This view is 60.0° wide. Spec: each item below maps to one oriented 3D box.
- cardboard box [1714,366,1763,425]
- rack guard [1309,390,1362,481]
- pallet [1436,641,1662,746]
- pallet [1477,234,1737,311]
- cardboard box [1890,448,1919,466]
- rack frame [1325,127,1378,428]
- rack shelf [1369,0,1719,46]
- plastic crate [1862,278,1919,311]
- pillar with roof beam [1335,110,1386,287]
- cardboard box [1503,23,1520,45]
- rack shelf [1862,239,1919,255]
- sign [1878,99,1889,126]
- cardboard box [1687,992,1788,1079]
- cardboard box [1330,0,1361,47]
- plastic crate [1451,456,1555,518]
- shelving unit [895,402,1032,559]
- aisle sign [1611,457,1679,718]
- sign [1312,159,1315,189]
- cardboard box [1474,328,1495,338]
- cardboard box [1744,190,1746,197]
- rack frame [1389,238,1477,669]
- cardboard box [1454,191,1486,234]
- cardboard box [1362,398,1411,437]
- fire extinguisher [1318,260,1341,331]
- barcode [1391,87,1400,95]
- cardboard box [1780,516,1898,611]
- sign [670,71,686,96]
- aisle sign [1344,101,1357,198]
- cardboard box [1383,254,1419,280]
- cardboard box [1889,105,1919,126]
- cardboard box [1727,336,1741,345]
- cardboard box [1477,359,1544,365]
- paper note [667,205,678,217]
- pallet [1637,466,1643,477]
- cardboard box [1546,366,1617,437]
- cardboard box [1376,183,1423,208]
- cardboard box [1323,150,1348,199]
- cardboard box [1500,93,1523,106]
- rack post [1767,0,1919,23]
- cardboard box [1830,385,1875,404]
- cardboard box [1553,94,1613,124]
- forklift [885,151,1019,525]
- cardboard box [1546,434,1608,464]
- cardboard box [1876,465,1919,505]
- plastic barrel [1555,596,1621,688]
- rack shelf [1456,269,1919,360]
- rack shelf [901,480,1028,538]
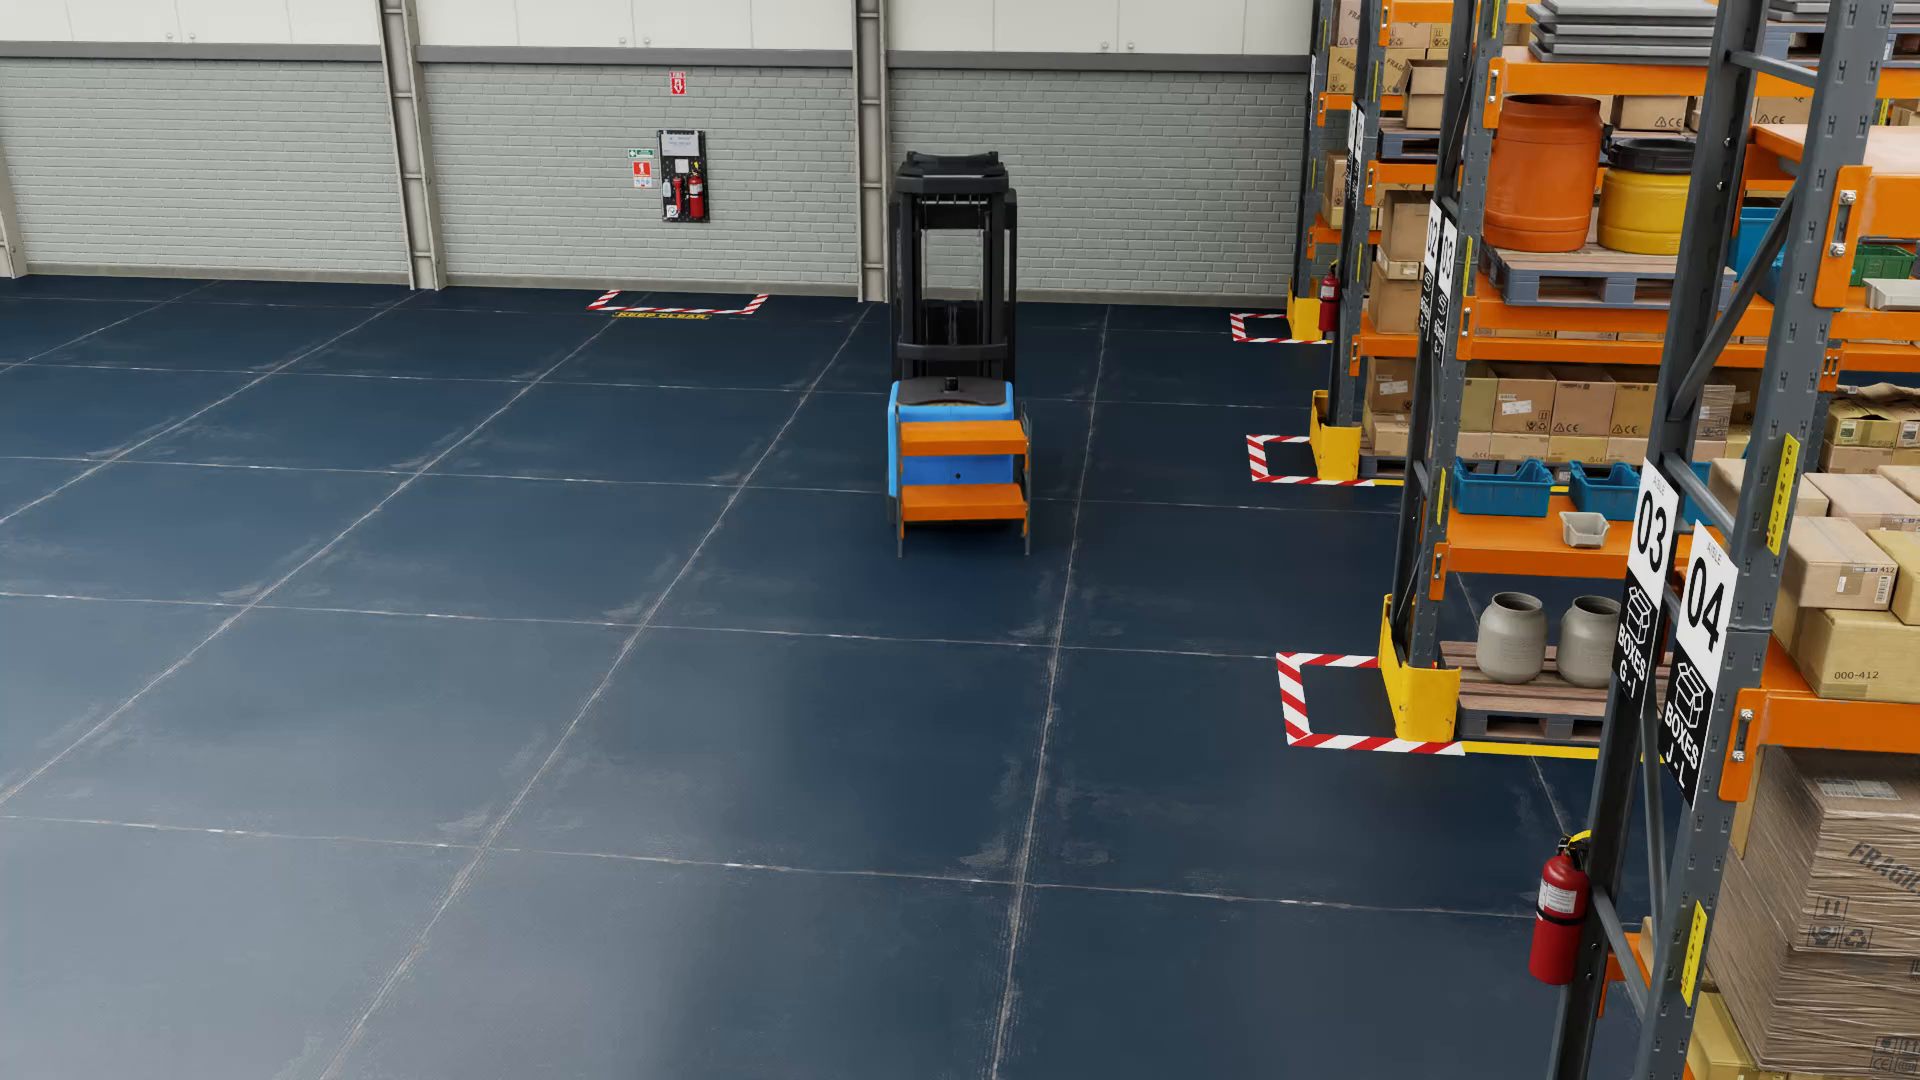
[{"bbox_3d":[7.039,-1.365,15.122,0.500,0.500,0.500,2,22,6],"label":"cardboard box"},{"bbox_3d":[3.467,-0.977,15.392,0.348,0.500,1.175,2,22,6],"label":"rack guard"},{"bbox_3d":[3.791,0.990,10.809,1.213,0.211,1.003,2,22,6],"label":"pallet"},{"bbox_3d":[3.714,-1.566,9.658,1.213,0.211,1.003,2,22,6],"label":"pallet"},{"bbox_3d":[8.342,-0.752,14.590,0.500,0.250,0.500,3,22,8],"label":"cardboard box"},{"bbox_3d":[3.491,-2.139,14.929,0.127,3.000,1.000,2,22,6],"label":"rack frame"},{"bbox_3d":[5.477,-4.321,13.813,4.000,0.370,1.077,2,22,6],"label":"rack shelf"},{"bbox_3d":[5.235,-1.351,9.217,0.396,0.136,0.243,2,22,6],"label":"plastic crate"},{"bbox_3d":[4.360,-5.451,15.148,0.400,9.000,9.100,2,22,6],"label":"pillar with roof beam"},{"bbox_3d":[6.058,-5.866,18.755,0.500,0.500,0.500,2,22,6],"label":"cardboard box"},{"bbox_3d":[10.028,-3.353,18.980,4.000,0.370,1.077,2,22,6],"label":"rack shelf"},{"bbox_3d":[7.399,-3.435,13.318,0.005,0.325,0.100,2,22,6],"label":"sign"},{"bbox_3d":[2.576,1.694,5.576,0.250,0.149,0.380,2,22,6],"label":"cardboard box"},{"bbox_3d":[4.424,-5.758,18.481,0.500,0.500,0.500,1,22,2],"label":"cardboard box"},{"bbox_3d":[3.436,-0.349,10.604,0.616,0.251,0.499,2,22,6],"label":"plastic crate"},{"bbox_3d":[0.018,-0.479,13.282,1.048,1.125,0.538,-1,22,-3],"label":"shelving unit"},{"bbox_3d":[2.295,0.157,5.587,0.004,0.787,0.394,2,22,6],"label":"aisle sign"},{"bbox_3d":[4.006,-4.152,18.844,0.005,0.325,0.100,2,22,6],"label":"sign"},{"bbox_3d":[4.475,-2.139,14.795,0.500,0.500,0.700,3,22,8],"label":"cardboard box"},{"bbox_3d":[8.544,-3.991,18.880,0.500,0.500,0.700,3,22,6],"label":"cardboard box"},{"bbox_3d":[2.904,-0.330,10.355,0.127,3.000,1.000,2,22,6],"label":"rack frame"},{"bbox_3d":[4.528,-2.741,14.551,0.500,0.500,0.700,2,22,5],"label":"cardboard box"},{"bbox_3d":[4.058,-1.140,15.572,0.500,0.250,0.500,2,22,6],"label":"cardboard box"},{"bbox_3d":[3.428,-2.277,15.386,0.183,0.674,0.296,2,22,6],"label":"fire extinguisher"},{"bbox_3d":[3.847,-3.967,14.684,0.075,0.075,0.001,2,22,6],"label":"barcode"},{"bbox_3d":[2.567,0.064,4.940,0.250,0.149,0.380,2,22,6],"label":"cardboard box"},{"bbox_3d":[-3.537,-5.728,20.856,0.199,0.298,0.001,2,22,6],"label":"sign"},{"bbox_3d":[3.460,-3.458,14.730,0.004,0.787,0.394,2,22,6],"label":"aisle sign"},{"bbox_3d":[3.855,-2.391,14.550,0.250,0.149,0.380,2,22,6],"label":"cardboard box"},{"bbox_3d":[8.074,-3.456,13.814,0.500,0.250,0.500,5,22,12],"label":"cardboard box"},{"bbox_3d":[6.497,-2.049,14.568,0.500,0.500,0.700,2,22,6],"label":"cardboard box"},{"bbox_3d":[5.053,-1.452,15.340,0.500,0.500,0.500,2,22,6],"label":"cardboard box"},{"bbox_3d":[-3.709,-4.237,21.434,0.142,0.148,0.016,2,22,6],"label":"paper note"},{"bbox_3d":[6.678,-0.719,15.130,1.213,0.211,1.003,2,22,6],"label":"pallet"},{"bbox_3d":[5.486,-1.234,14.789,0.500,0.500,0.500,2,22,6],"label":"cardboard box"},{"bbox_3d":[4.998,-4.080,18.997,0.500,0.500,0.500,3,22,6],"label":"cardboard box"},{"bbox_3d":[4.563,-4.293,19.535,0.500,0.500,0.500,2,22,6],"label":"cardboard box"},{"bbox_3d":[4.665,-3.771,14.420,0.500,0.250,0.500,2,22,6],"label":"cardboard box"},{"bbox_3d":[4.832,-3.013,9.083,0.954,0.300,0.937,2,22,5],"label":"rack post"},{"bbox_3d":[7.899,-1.230,15.037,0.500,0.311,0.500,2,22,6],"label":"cardboard box"},{"bbox_3d":[5.108,-3.669,13.822,0.500,0.500,0.500,2,22,6],"label":"cardboard box"},{"bbox_3d":[-0.056,-1.975,14.608,1.130,2.935,3.031,0,22,1],"label":"forklift"},{"bbox_3d":[5.486,-0.885,14.928,0.500,0.250,0.500,2,22,6],"label":"cardboard box"},{"bbox_3d":[3.163,-0.109,5.376,0.250,0.149,0.380,2,22,4],"label":"cardboard box"},{"bbox_3d":[4.064,0.654,10.679,0.421,0.512,0.421,0,22,0],"label":"plastic barrel"},{"bbox_3d":[4.890,-1.304,9.717,4.000,0.370,1.077,2,22,6],"label":"rack shelf"},{"bbox_3d":[0.018,-0.252,13.371,1.000,0.278,0.538,-1,22,-3],"label":"rack shelf"}]
